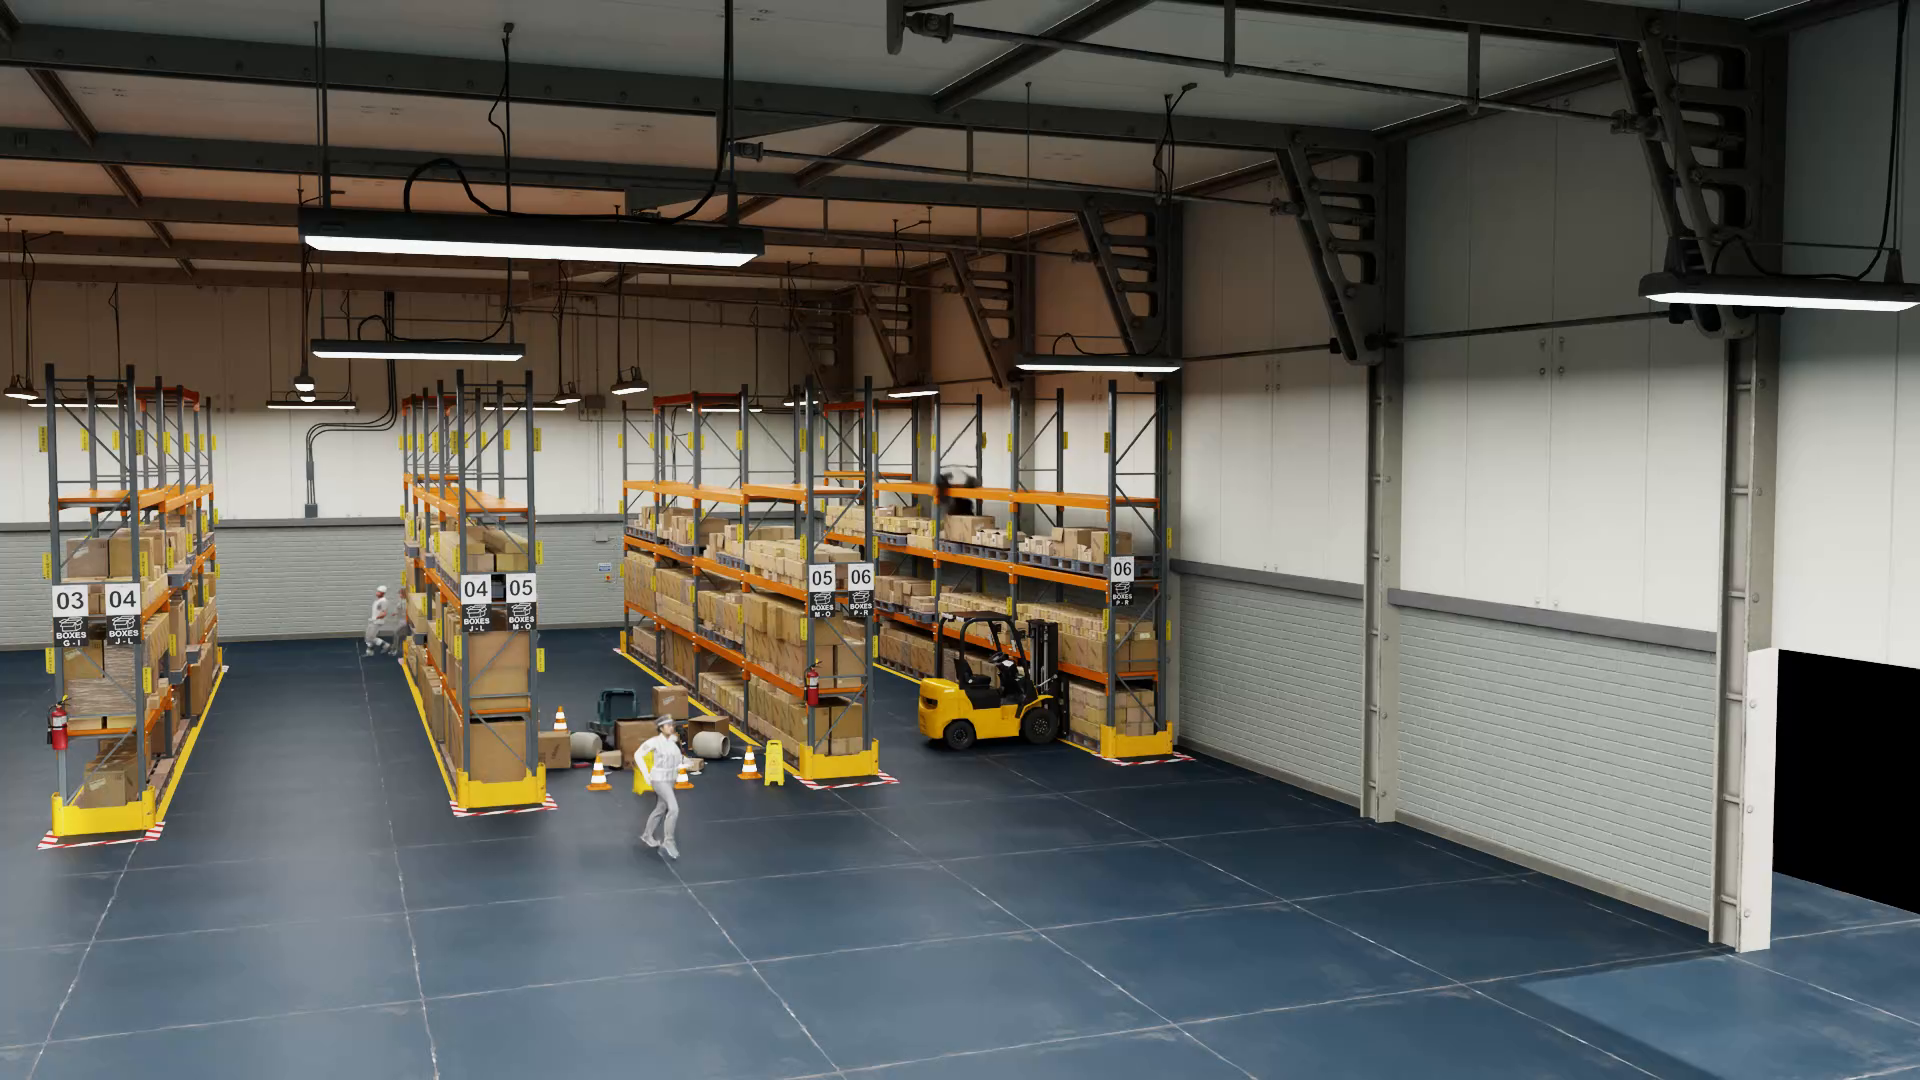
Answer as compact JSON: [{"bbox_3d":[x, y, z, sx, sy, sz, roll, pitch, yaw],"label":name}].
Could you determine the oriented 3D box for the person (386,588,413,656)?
[{"bbox_3d":[-13.101,1.924,39.112,0.782,1.601,0.551,-2,4,-30],"label":"person"}]

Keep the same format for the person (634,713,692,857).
[{"bbox_3d":[-3.611,2.974,20.310,0.754,1.736,0.597,2,4,27],"label":"person"}]

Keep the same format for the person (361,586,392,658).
[{"bbox_3d":[-13.566,1.906,38.623,0.682,1.705,0.749,-1,4,-23],"label":"person"}]
